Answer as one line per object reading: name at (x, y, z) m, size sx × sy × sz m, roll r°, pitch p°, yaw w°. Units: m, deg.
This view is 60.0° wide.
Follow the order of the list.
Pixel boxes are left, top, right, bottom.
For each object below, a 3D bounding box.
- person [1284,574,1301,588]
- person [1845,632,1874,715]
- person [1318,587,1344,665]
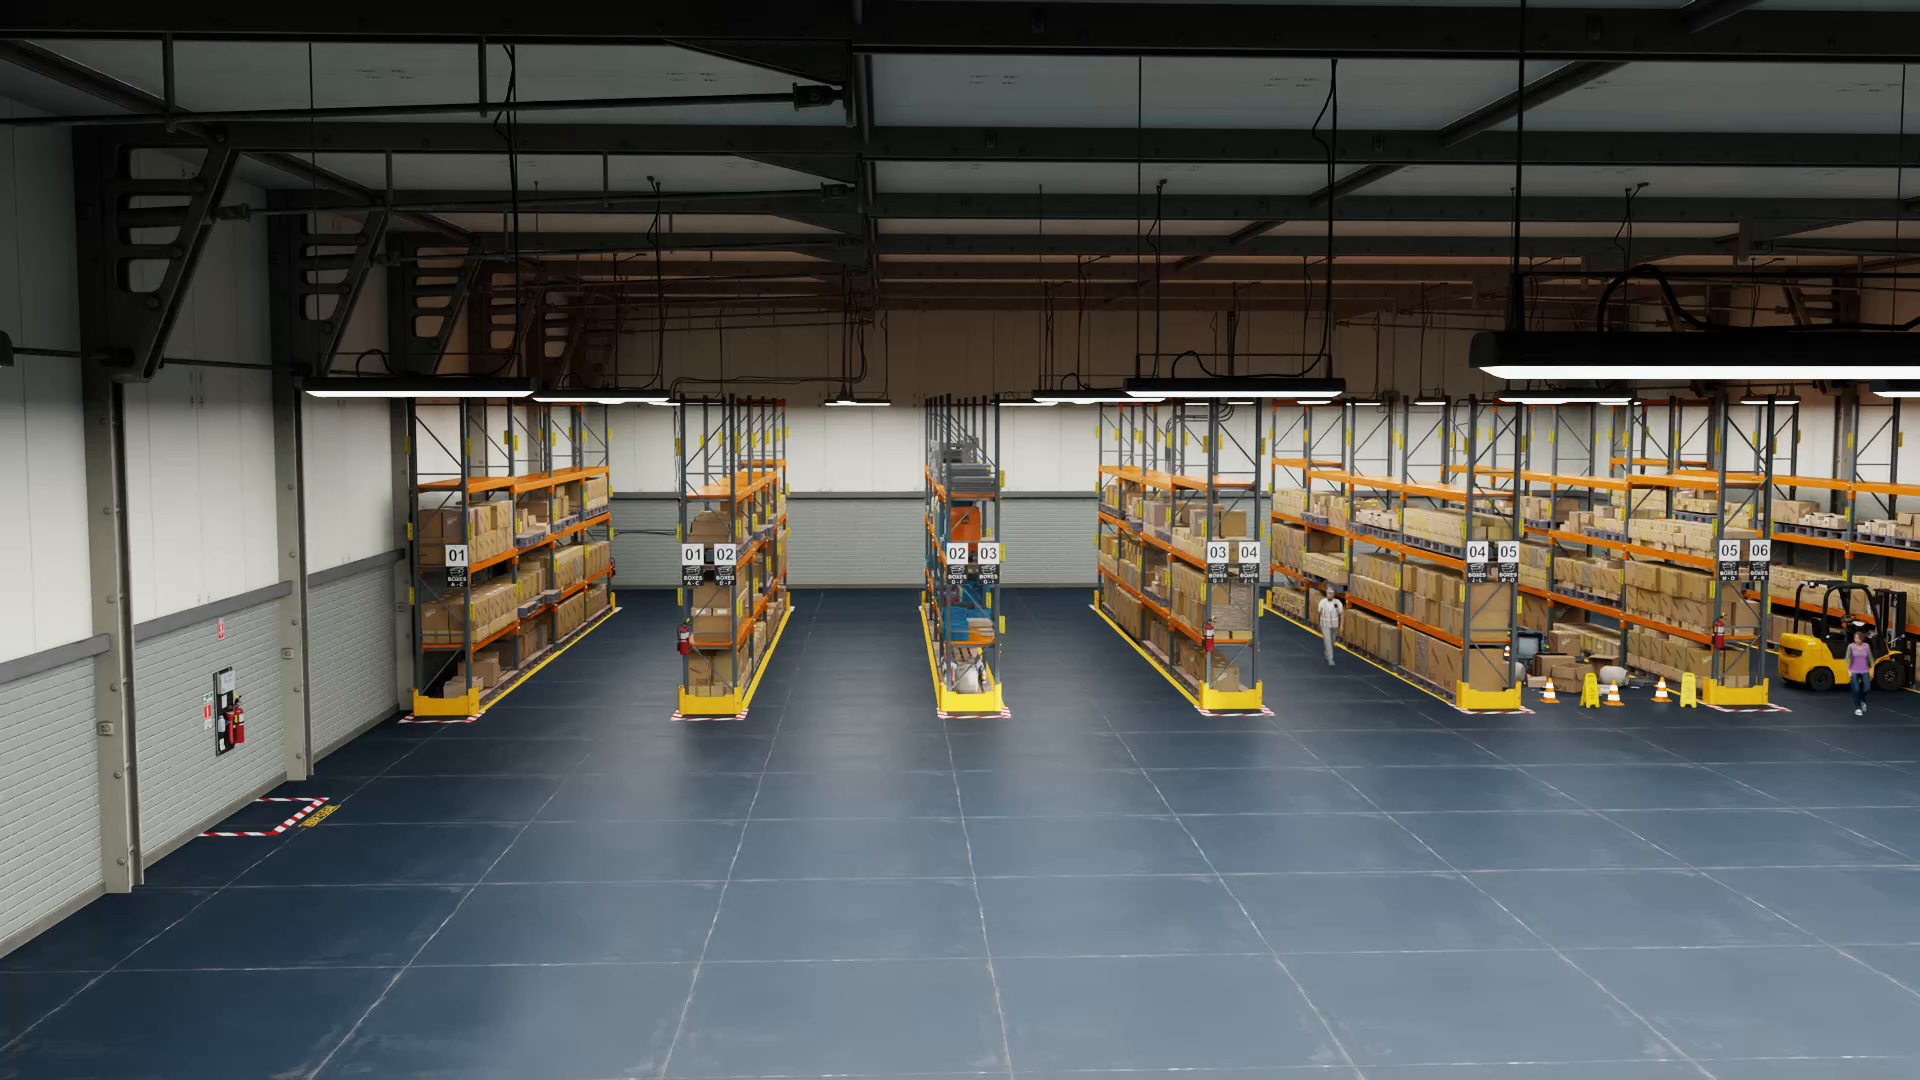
person at (9.787, 0.981, 48.950) m, size 1.017 × 1.737 × 0.533 m, roll 1°, pitch 5°, yaw 14°
person at (16.827, 2.492, 31.111) m, size 0.498 × 1.566 × 0.455 m, roll 2°, pitch 5°, yaw 22°
person at (8.333, 1.901, 37.288) m, size 0.511 × 1.709 × 1.067 m, roll 0°, pitch 5°, yaw -5°
